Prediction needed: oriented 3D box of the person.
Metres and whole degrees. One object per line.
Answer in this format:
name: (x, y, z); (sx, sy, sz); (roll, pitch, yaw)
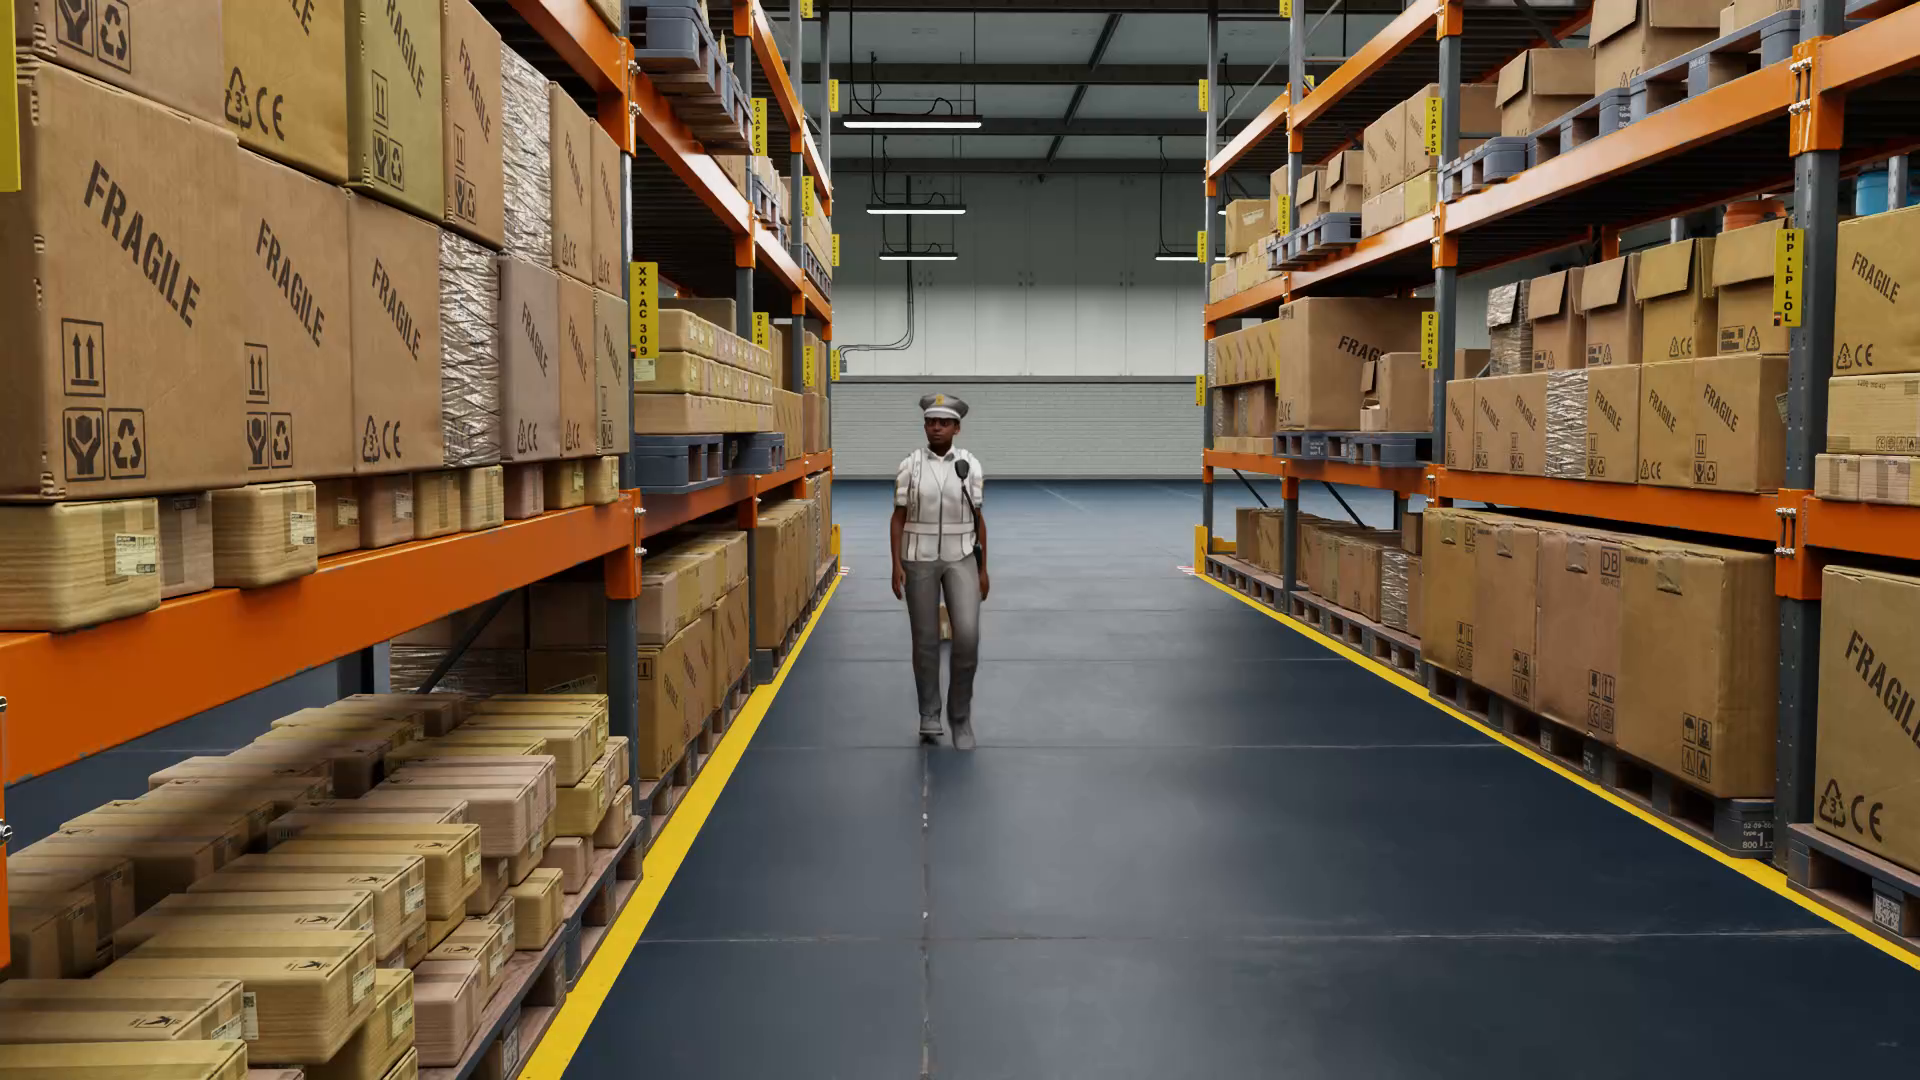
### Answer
person: (-0.097, 0.161, 8.095); (0.483, 1.752, 0.502); (0, 4, 0)
